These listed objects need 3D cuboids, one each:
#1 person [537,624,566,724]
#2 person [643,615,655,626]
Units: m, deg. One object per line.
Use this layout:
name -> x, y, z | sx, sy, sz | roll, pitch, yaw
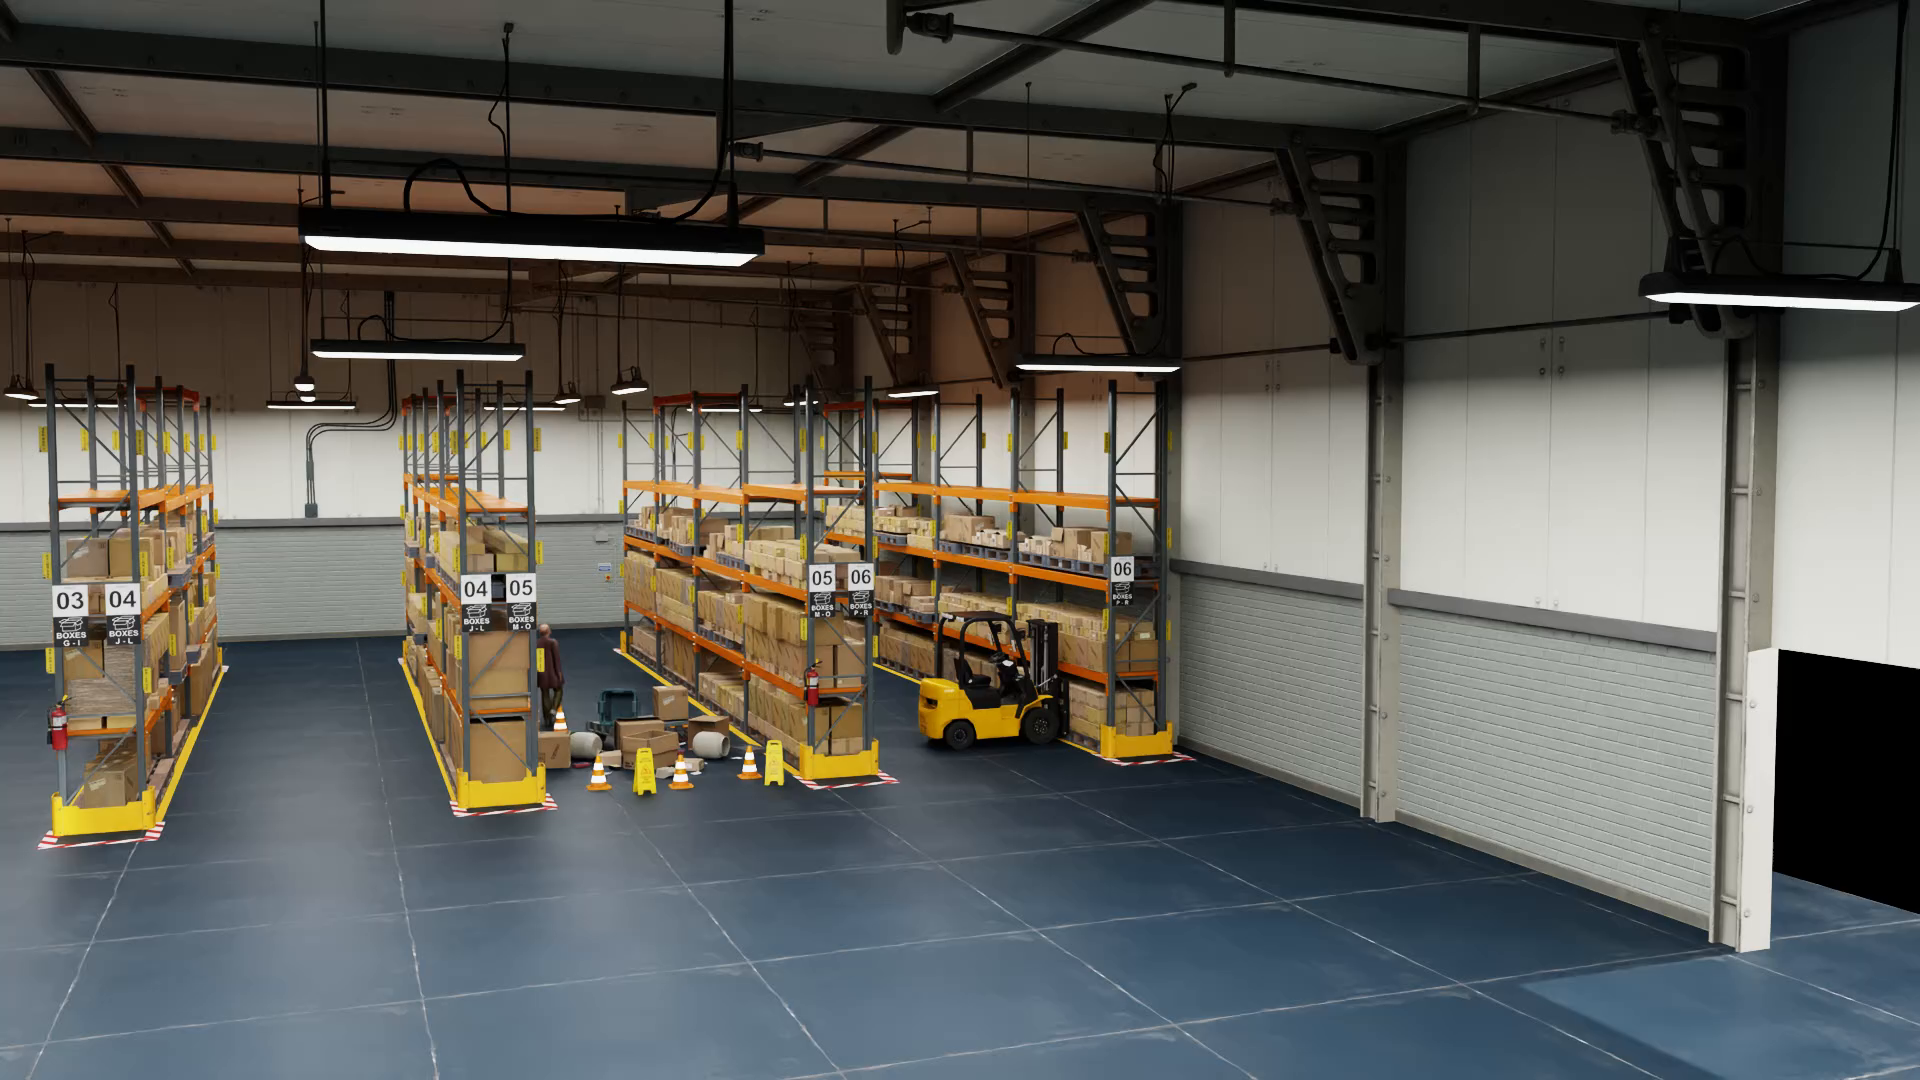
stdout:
person -> -7.330, 2.382, 29.578 | 0.625, 1.769, 0.571 | -1, 3, -10
person -> -8.008, 1.572, 43.396 | 0.607, 1.761, 0.485 | 2, 4, 33
